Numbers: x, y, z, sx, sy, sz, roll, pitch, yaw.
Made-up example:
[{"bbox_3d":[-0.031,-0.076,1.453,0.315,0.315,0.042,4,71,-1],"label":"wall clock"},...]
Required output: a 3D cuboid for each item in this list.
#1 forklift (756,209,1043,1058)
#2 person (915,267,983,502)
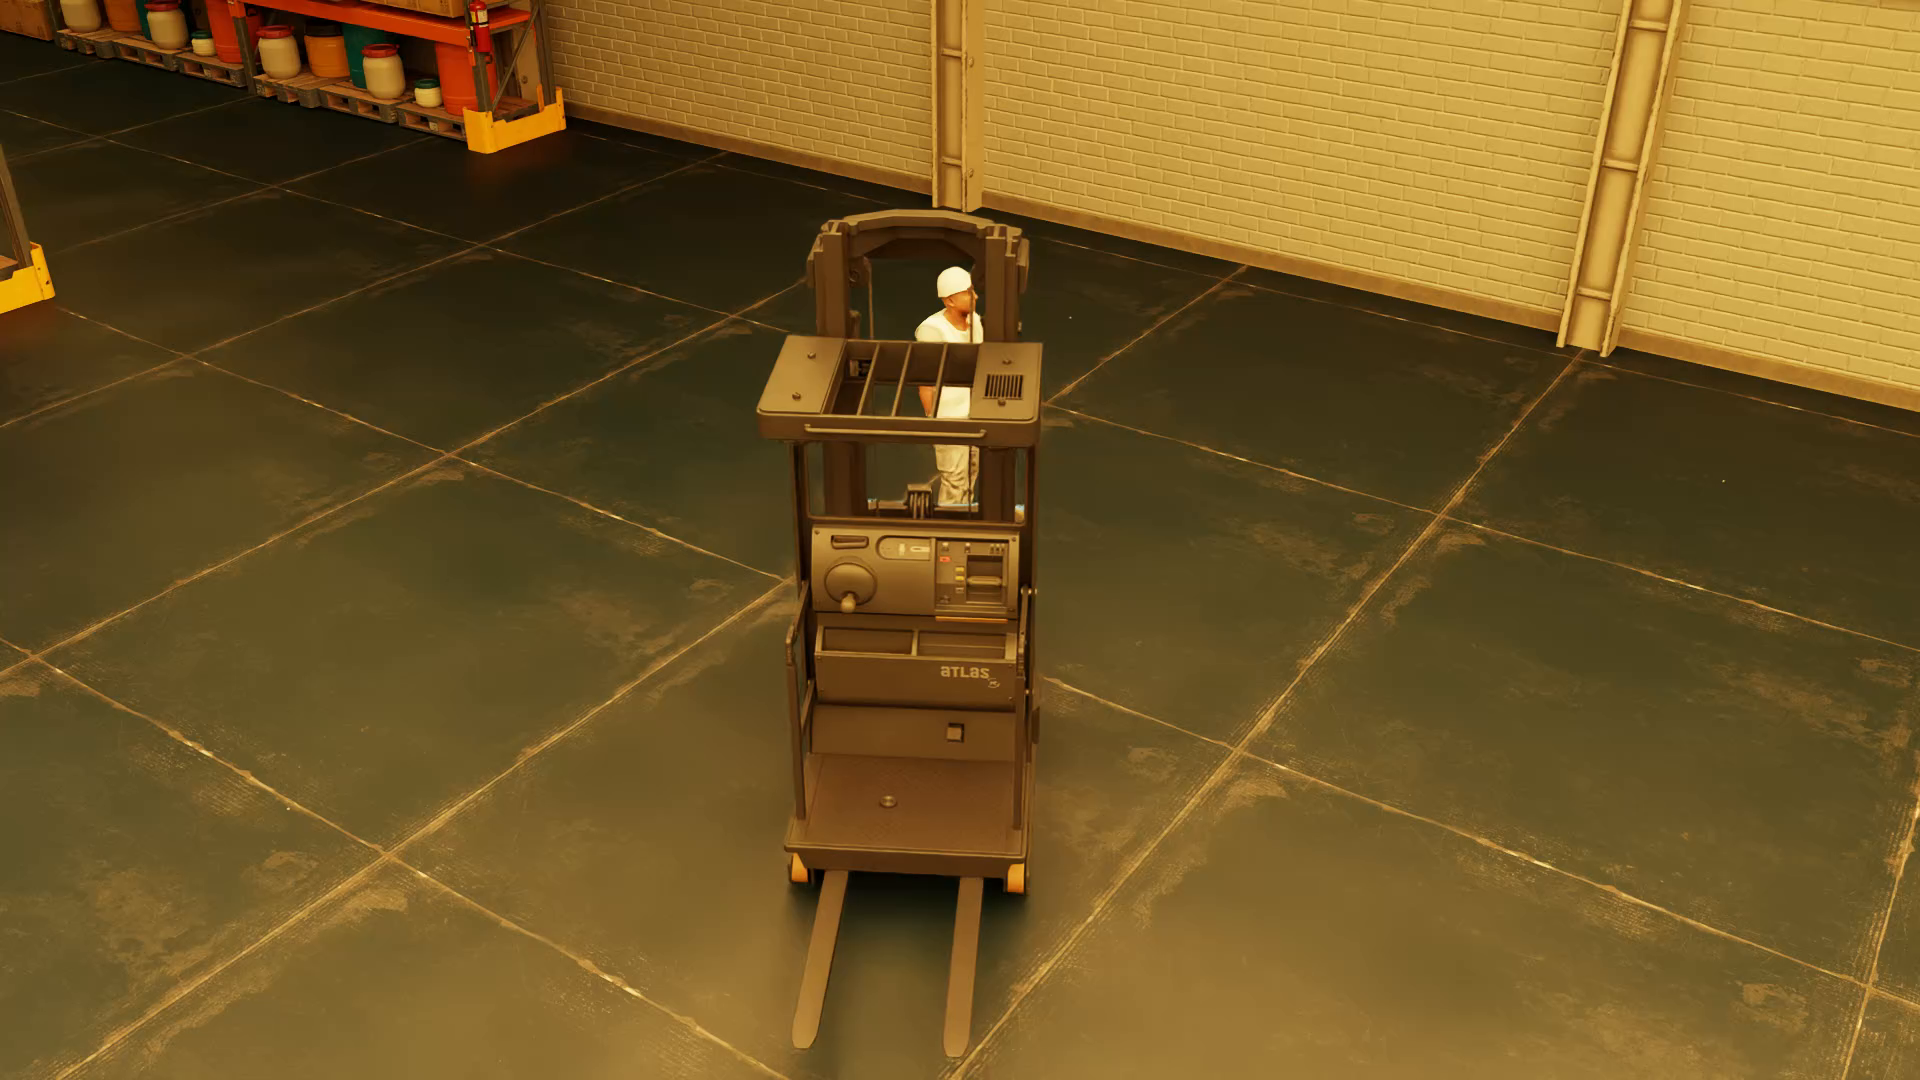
[{"bbox_3d":[-0.215,0.192,7.251,1.130,2.935,3.031,2,30,4],"label":"forklift"},{"bbox_3d":[0.055,-0.754,10.008,0.577,1.781,0.656,19,35,29],"label":"person"}]
